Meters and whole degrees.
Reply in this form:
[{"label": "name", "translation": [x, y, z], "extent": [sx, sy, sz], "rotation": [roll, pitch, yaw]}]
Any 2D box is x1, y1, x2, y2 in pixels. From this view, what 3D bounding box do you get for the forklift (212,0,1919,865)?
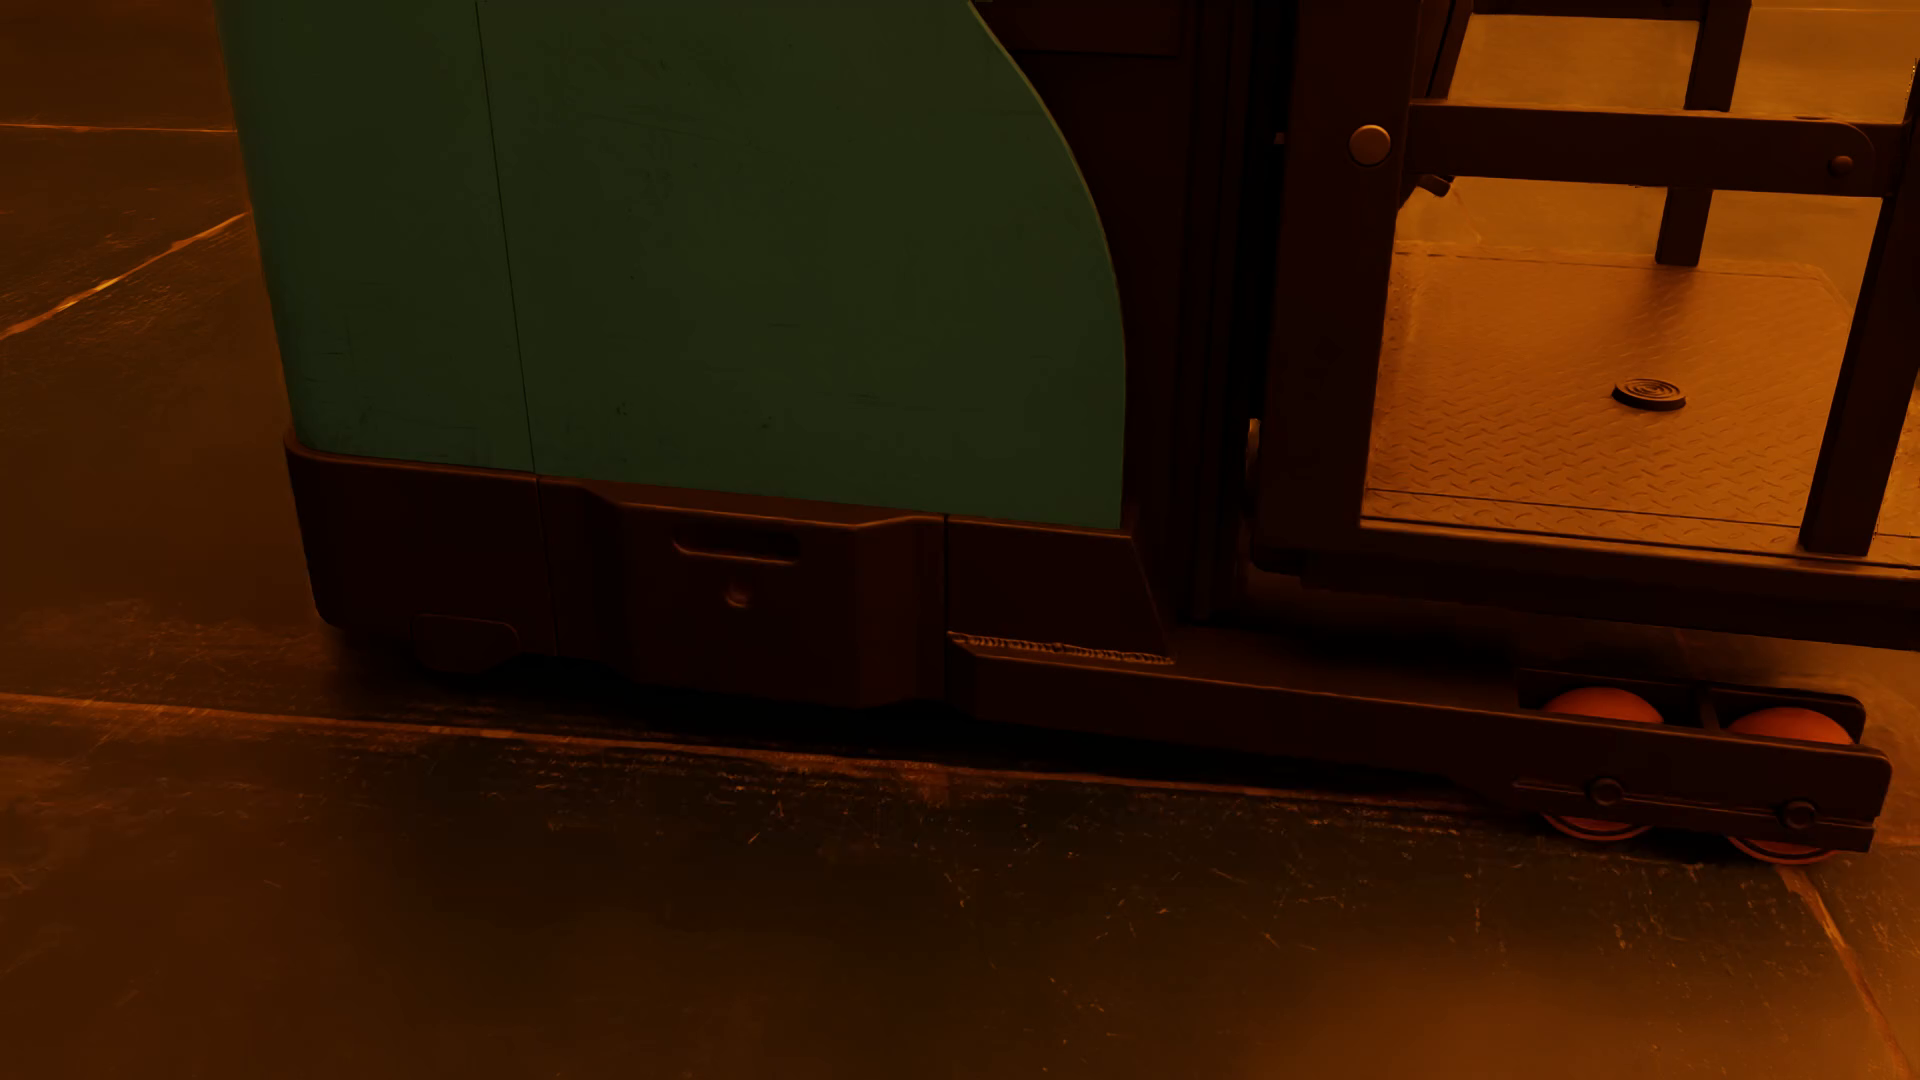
[{"label": "forklift", "translation": [0.728, -1.222, 1.666], "extent": [3.031, 2.935, 1.130], "rotation": [6, 27, 11]}]
